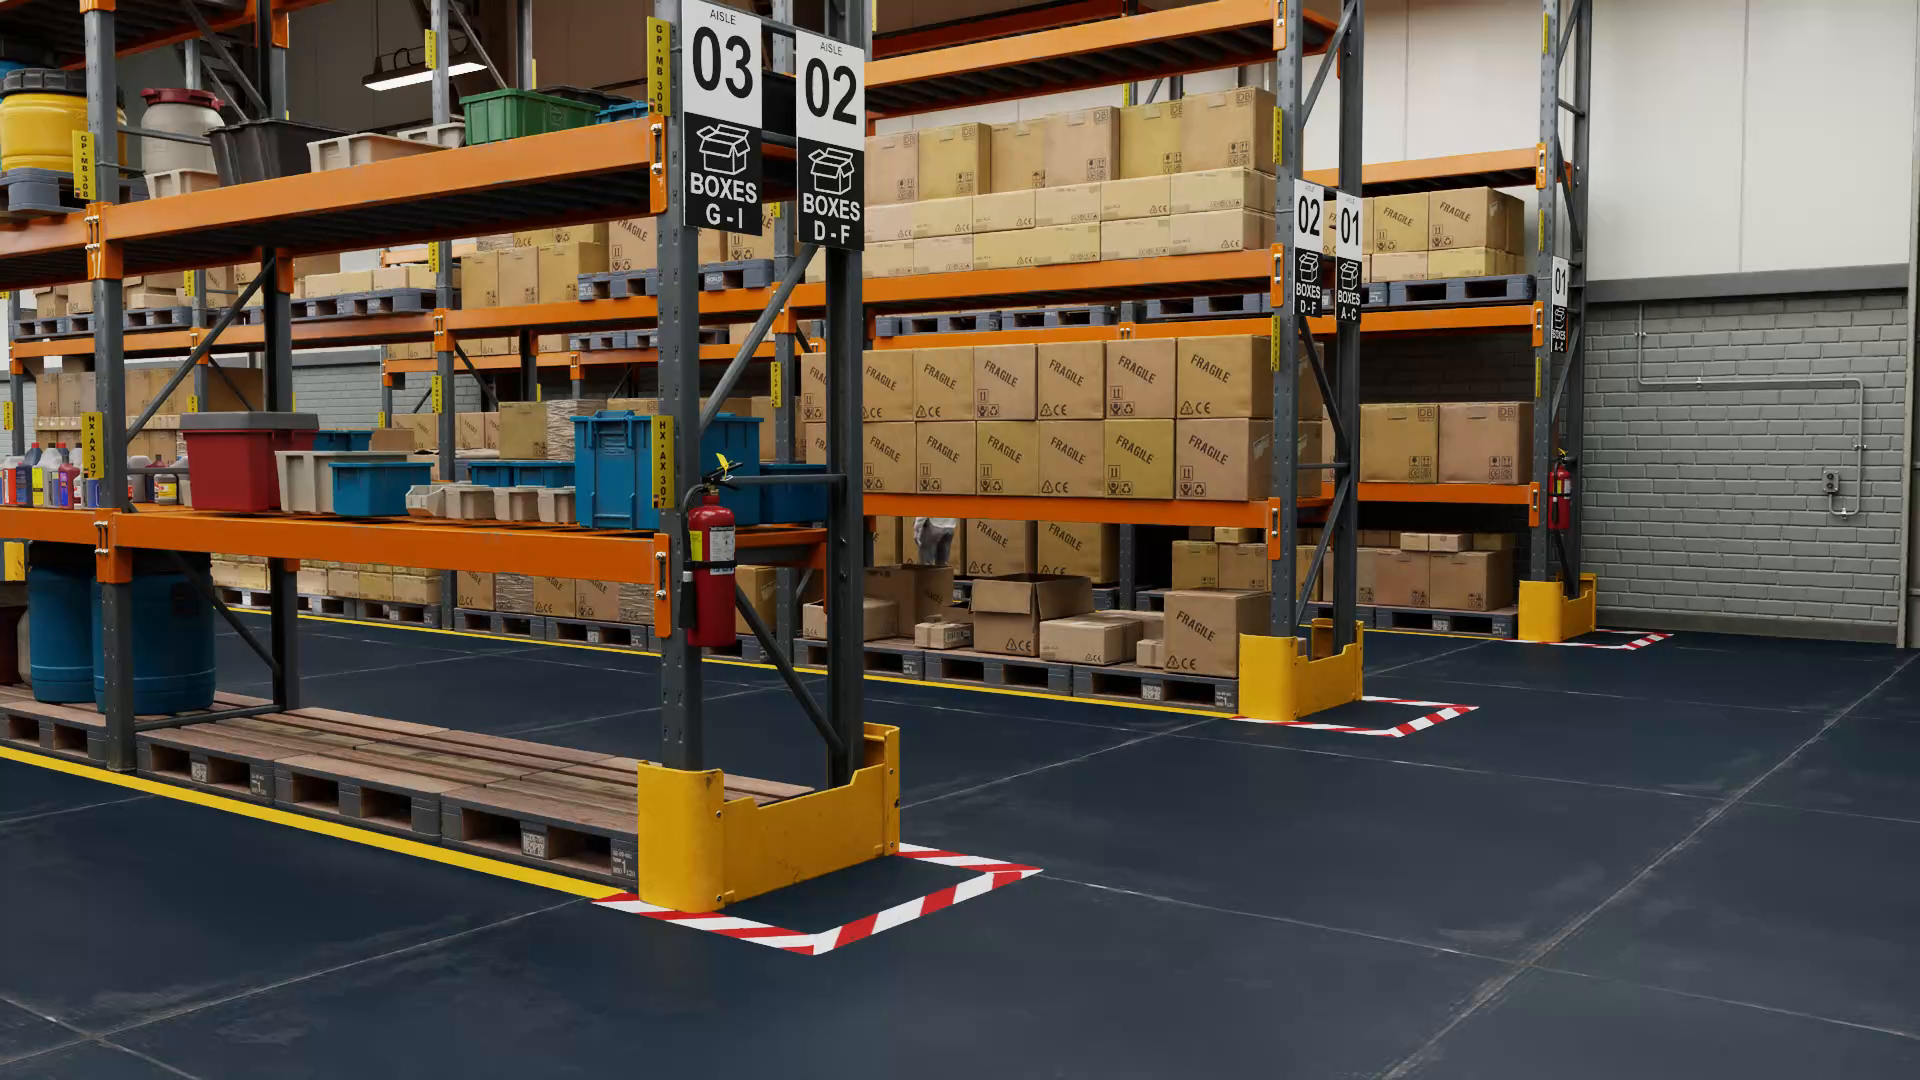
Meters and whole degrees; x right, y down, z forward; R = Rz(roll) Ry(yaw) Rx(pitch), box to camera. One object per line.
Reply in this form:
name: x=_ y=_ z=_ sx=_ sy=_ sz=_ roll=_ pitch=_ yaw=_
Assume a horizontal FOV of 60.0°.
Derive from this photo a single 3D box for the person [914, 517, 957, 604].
person: x=-0.252 y=-0.092 z=15.715 sx=0.403 sy=1.664 sz=0.528 roll=2 pitch=4 yaw=36
